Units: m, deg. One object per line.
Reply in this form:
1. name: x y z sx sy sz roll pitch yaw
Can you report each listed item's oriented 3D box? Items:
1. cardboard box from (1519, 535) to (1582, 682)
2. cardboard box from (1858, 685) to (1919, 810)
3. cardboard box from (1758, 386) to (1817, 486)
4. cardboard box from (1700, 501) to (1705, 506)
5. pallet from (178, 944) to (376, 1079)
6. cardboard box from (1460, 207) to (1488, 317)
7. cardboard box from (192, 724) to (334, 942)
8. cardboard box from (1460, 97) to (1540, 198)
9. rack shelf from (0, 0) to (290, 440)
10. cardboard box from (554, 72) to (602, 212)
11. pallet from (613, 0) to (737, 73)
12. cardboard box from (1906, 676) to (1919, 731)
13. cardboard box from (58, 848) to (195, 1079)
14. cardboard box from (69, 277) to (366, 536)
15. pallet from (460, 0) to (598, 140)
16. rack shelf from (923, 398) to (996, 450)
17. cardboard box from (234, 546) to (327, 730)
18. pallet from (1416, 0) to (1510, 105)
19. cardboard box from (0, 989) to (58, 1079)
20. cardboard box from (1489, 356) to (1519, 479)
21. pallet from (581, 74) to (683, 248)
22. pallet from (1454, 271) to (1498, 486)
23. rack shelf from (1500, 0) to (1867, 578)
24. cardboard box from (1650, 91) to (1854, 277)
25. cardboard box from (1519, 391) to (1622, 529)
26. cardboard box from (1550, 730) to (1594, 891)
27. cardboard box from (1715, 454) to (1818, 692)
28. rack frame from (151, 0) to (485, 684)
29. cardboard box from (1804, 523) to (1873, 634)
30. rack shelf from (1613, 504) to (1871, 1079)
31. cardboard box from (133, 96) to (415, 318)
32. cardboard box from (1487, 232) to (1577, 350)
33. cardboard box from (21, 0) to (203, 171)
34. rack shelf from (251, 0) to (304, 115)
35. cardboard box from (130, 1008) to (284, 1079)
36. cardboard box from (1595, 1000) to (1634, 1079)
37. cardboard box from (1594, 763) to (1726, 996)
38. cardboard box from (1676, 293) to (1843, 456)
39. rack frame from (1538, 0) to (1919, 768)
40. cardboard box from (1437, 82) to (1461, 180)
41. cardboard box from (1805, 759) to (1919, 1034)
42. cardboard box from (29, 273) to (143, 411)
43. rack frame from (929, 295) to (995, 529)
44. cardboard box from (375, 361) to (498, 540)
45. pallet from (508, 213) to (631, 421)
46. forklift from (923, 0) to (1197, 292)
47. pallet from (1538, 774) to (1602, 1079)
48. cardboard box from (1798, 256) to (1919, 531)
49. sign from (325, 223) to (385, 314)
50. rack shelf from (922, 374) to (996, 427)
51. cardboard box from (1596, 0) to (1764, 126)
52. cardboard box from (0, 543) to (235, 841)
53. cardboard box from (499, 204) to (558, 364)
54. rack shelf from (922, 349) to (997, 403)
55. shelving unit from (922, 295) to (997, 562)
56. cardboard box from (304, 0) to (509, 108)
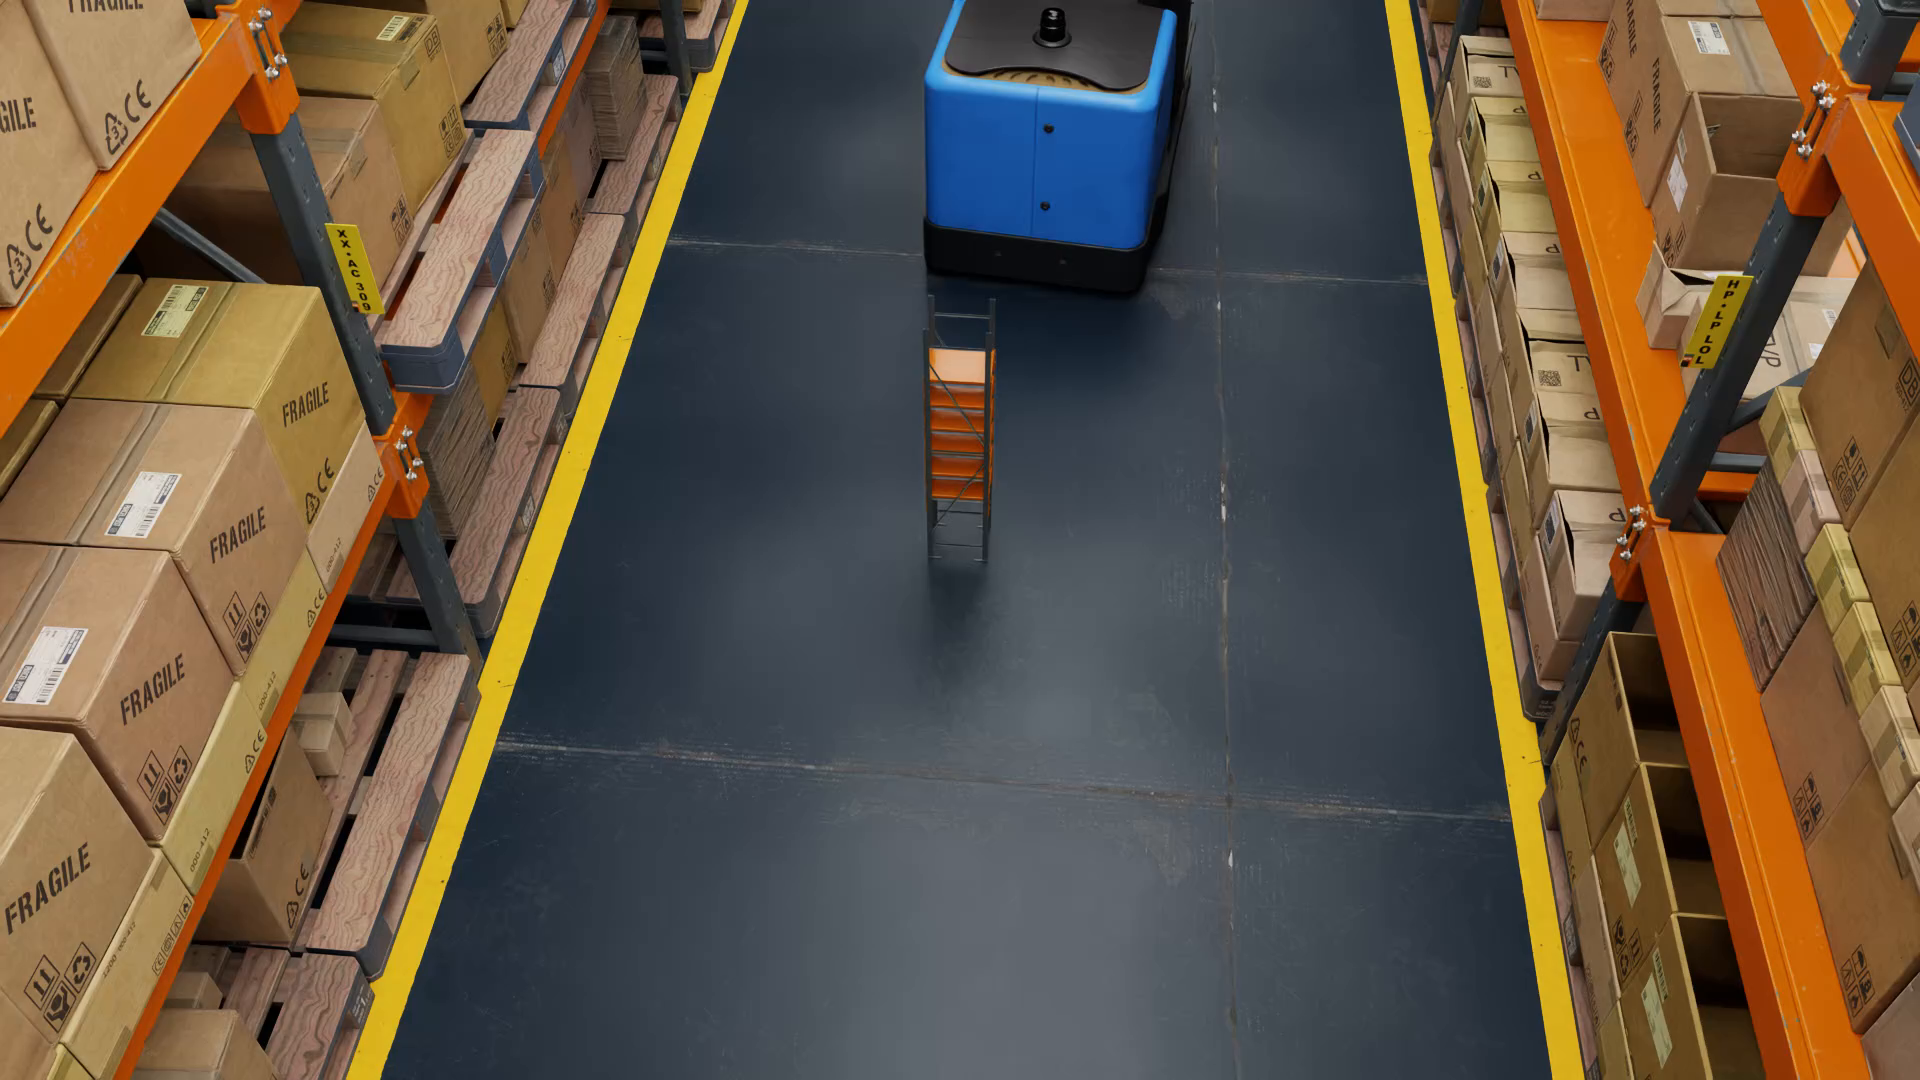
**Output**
1. cardboard box: 2.364 0.260 6.084 0.500 0.250 0.500 3 48 3
2. cardboard box: 2.306 0.481 3.796 0.380 0.149 0.250 2 48 2
3. cardboard box: 2.398 -0.270 4.483 0.380 0.149 0.250 4 48 3
4. cardboard box: 2.952 -0.259 6.179 0.500 0.311 0.500 3 48 3
5. pallet: -2.453 1.804 4.983 1.003 0.211 1.213 4 48 4
6. cardboard box: 2.553 -1.238 7.454 0.500 0.250 0.500 3 48 2
7. cardboard box: -2.373 0.929 5.290 0.500 0.500 0.500 1 48 1
8. cardboard box: 2.600 -1.792 7.581 0.500 0.311 0.500 3 48 3
9. rack shelf: -2.501 0.168 3.044 1.077 0.370 4.000 4 48 4
10. cardboard box: -2.130 -1.873 7.852 0.700 0.500 0.500 4 48 3
11. pallet: -1.807 -3.104 9.472 1.003 0.211 1.213 4 48 4
12. cardboard box: 2.490 0.393 3.437 0.700 0.500 0.500 4 48 4
13. cardboard box: -2.188 0.986 3.929 0.500 0.250 0.500 4 48 4
14. cardboard box: -2.053 -0.373 4.664 0.500 0.500 0.500 4 48 3
15. pallet: -2.093 -1.949 6.656 1.003 0.211 1.213 4 48 4
16. rack shelf: -0.001 -0.445 6.268 0.258 0.103 0.180 4 48 4
17. cardboard box: -2.113 0.246 4.606 0.500 0.250 0.500 4 48 4
18. pallet: 3.085 -2.746 9.144 1.003 0.211 1.213 4 48 4
19. cardboard box: -2.232 1.126 3.293 0.500 0.500 0.500 2 48 2
20. cardboard box: 2.458 -0.487 6.767 0.500 0.250 0.500 5 48 4
21. pallet: -2.026 -1.956 8.422 1.003 0.211 1.213 4 48 4
22. pallet: 2.752 -0.703 7.276 1.003 0.211 1.213 4 48 4
23. rack shelf: 2.797 -1.428 6.537 1.077 0.370 4.000 4 48 4
24. cardboard box: 2.749 -1.186 5.760 0.500 0.500 0.500 7 48 6
25. cardboard box: 2.408 -0.304 6.220 0.500 0.311 0.500 5 48 5
26. cardboard box: 2.271 0.905 5.494 0.500 0.250 0.500 4 48 4
27. cardboard box: 2.581 0.091 4.592 0.700 0.500 0.500 3 48 3
28. rack frame: -2.318 -0.532 5.230 1.000 3.000 0.127 4 48 4
29. cardboard box: 2.353 0.104 4.140 0.380 0.149 0.250 3 48 3
30. rack shelf: 2.433 1.511 3.849 1.077 0.370 4.000 4 48 4
31. cardboard box: -2.238 -1.086 5.370 0.700 0.500 0.500 4 48 4
32. cardboard box: 2.505 -1.040 6.893 0.500 0.311 0.500 3 48 3
33. cardboard box: -2.118 -1.195 3.722 0.500 0.500 0.500 5 48 5
34. rack shelf: -2.136 -2.771 5.732 1.077 0.370 4.000 4 48 4
35. cardboard box: -2.362 1.646 4.634 0.700 0.500 0.500 1 48 1
36. cardboard box: 2.170 1.639 4.823 0.500 0.250 0.500 4 48 4
37. cardboard box: 2.223 1.019 4.882 0.500 0.500 0.500 4 48 4
38. cardboard box: 2.616 -0.516 5.316 0.500 0.250 0.500 7 48 6
39. rack frame: 2.615 -0.202 4.928 1.000 3.000 0.127 4 48 4
40. cardboard box: 2.639 -1.990 8.142 0.500 0.250 0.500 4 48 3
41. cardboard box: 2.490 0.848 3.900 0.700 0.500 0.500 5 48 4
42. cardboard box: -2.569 -0.410 4.698 0.500 0.500 0.500 3 48 3
43. rack frame: 0.007 -0.462 6.385 0.240 1.200 0.006 4 48 4
44. cardboard box: -2.268 -0.379 6.485 0.700 0.500 0.500 5 48 5
45. pallet: -2.140 -1.062 7.604 1.003 0.211 1.213 4 48 4
46. forklift: 0.628 -3.250 7.762 1.130 2.935 3.031 9 48 8
47. pallet: 2.501 1.321 5.425 1.003 0.211 1.213 4 48 4
48. cardboard box: 2.581 -0.347 4.113 0.700 0.500 0.500 4 48 4
49. sign: -1.777 -0.793 4.882 0.100 0.325 0.005 4 48 4
50. rack shelf: -0.001 -0.526 6.179 0.258 0.103 0.180 4 48 4
51. cardboard box: 2.843 -1.941 6.450 0.500 0.500 0.500 2 48 1
52. cardboard box: -2.150 0.364 3.991 0.500 0.500 0.500 3 48 2
53. cardboard box: -2.184 -1.134 7.176 0.700 0.500 0.500 4 48 4
54. rack shelf: -0.001 -0.607 6.091 0.258 0.103 0.180 4 48 4
55. shelving unit: -0.001 -0.394 6.323 0.258 1.200 0.189 4 48 4
56. cardboard box: -2.151 -1.982 6.190 0.700 0.500 0.500 10 48 9
